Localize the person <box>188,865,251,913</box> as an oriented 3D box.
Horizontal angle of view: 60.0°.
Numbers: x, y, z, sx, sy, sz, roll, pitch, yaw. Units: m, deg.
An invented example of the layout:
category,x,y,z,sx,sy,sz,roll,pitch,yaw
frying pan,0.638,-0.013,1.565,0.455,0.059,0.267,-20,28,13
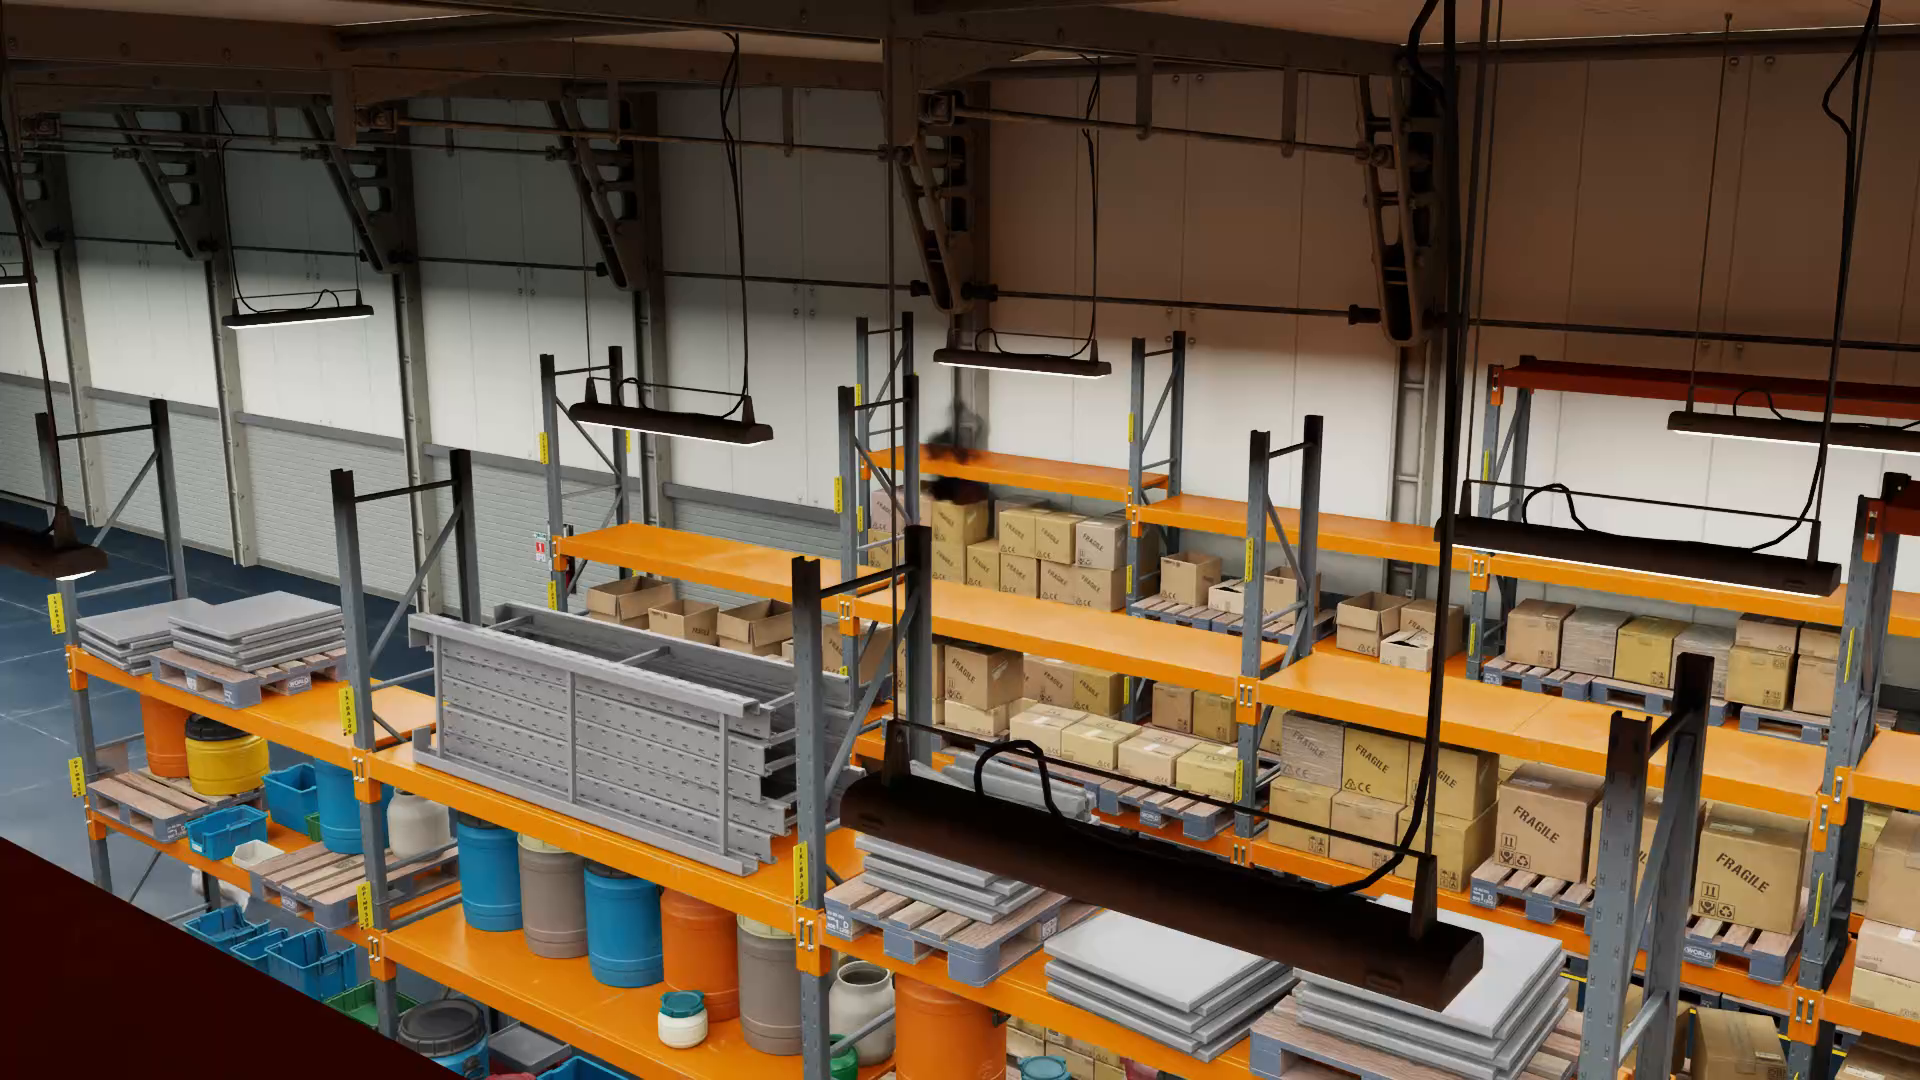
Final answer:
category,x,y,z,sx,sy,sz,roll,pitch,yaw
person,-7.868,3.220,17.536,0.632,1.730,0.689,-7,15,-28
